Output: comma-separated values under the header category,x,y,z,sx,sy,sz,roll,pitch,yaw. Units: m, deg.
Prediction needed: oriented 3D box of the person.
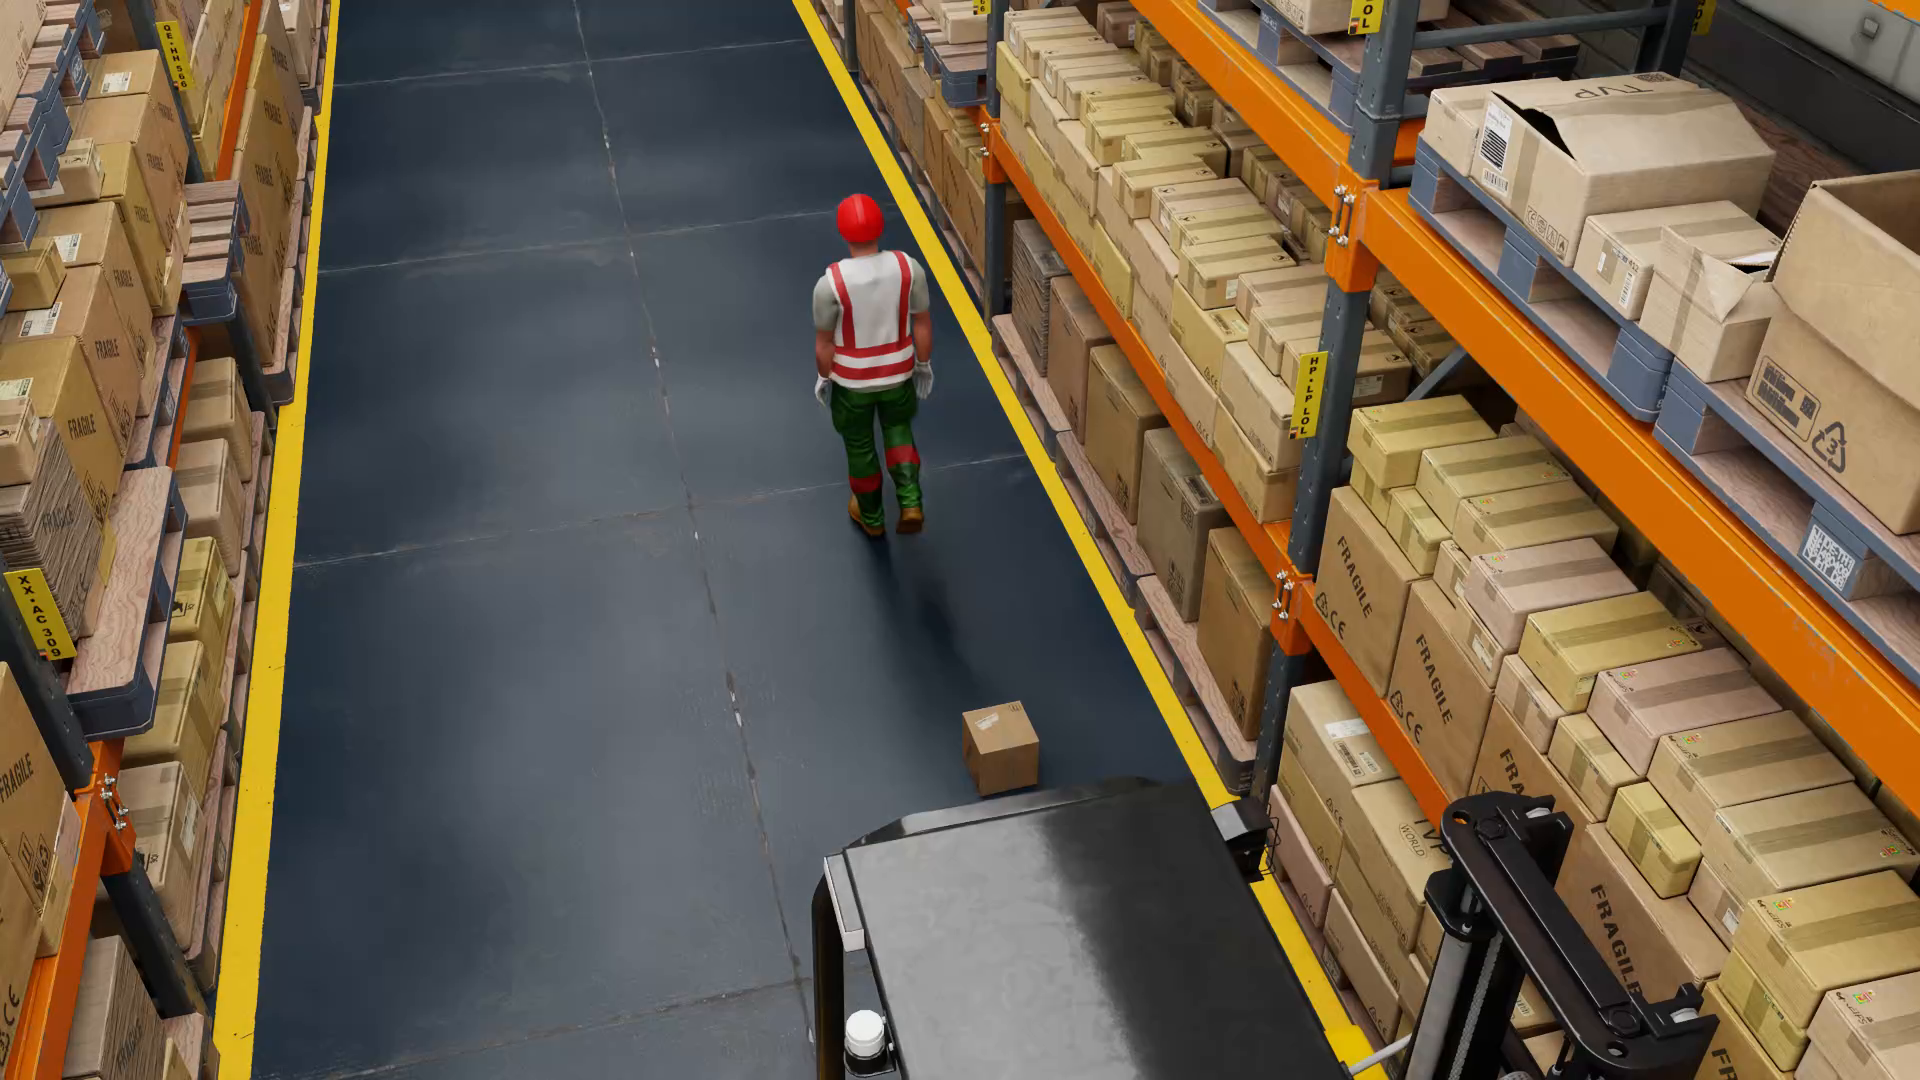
category,x,y,z,sx,sy,sz,roll,pitch,yaw
person,-0.379,-0.737,7.603,0.545,1.782,0.559,-13,40,-16
